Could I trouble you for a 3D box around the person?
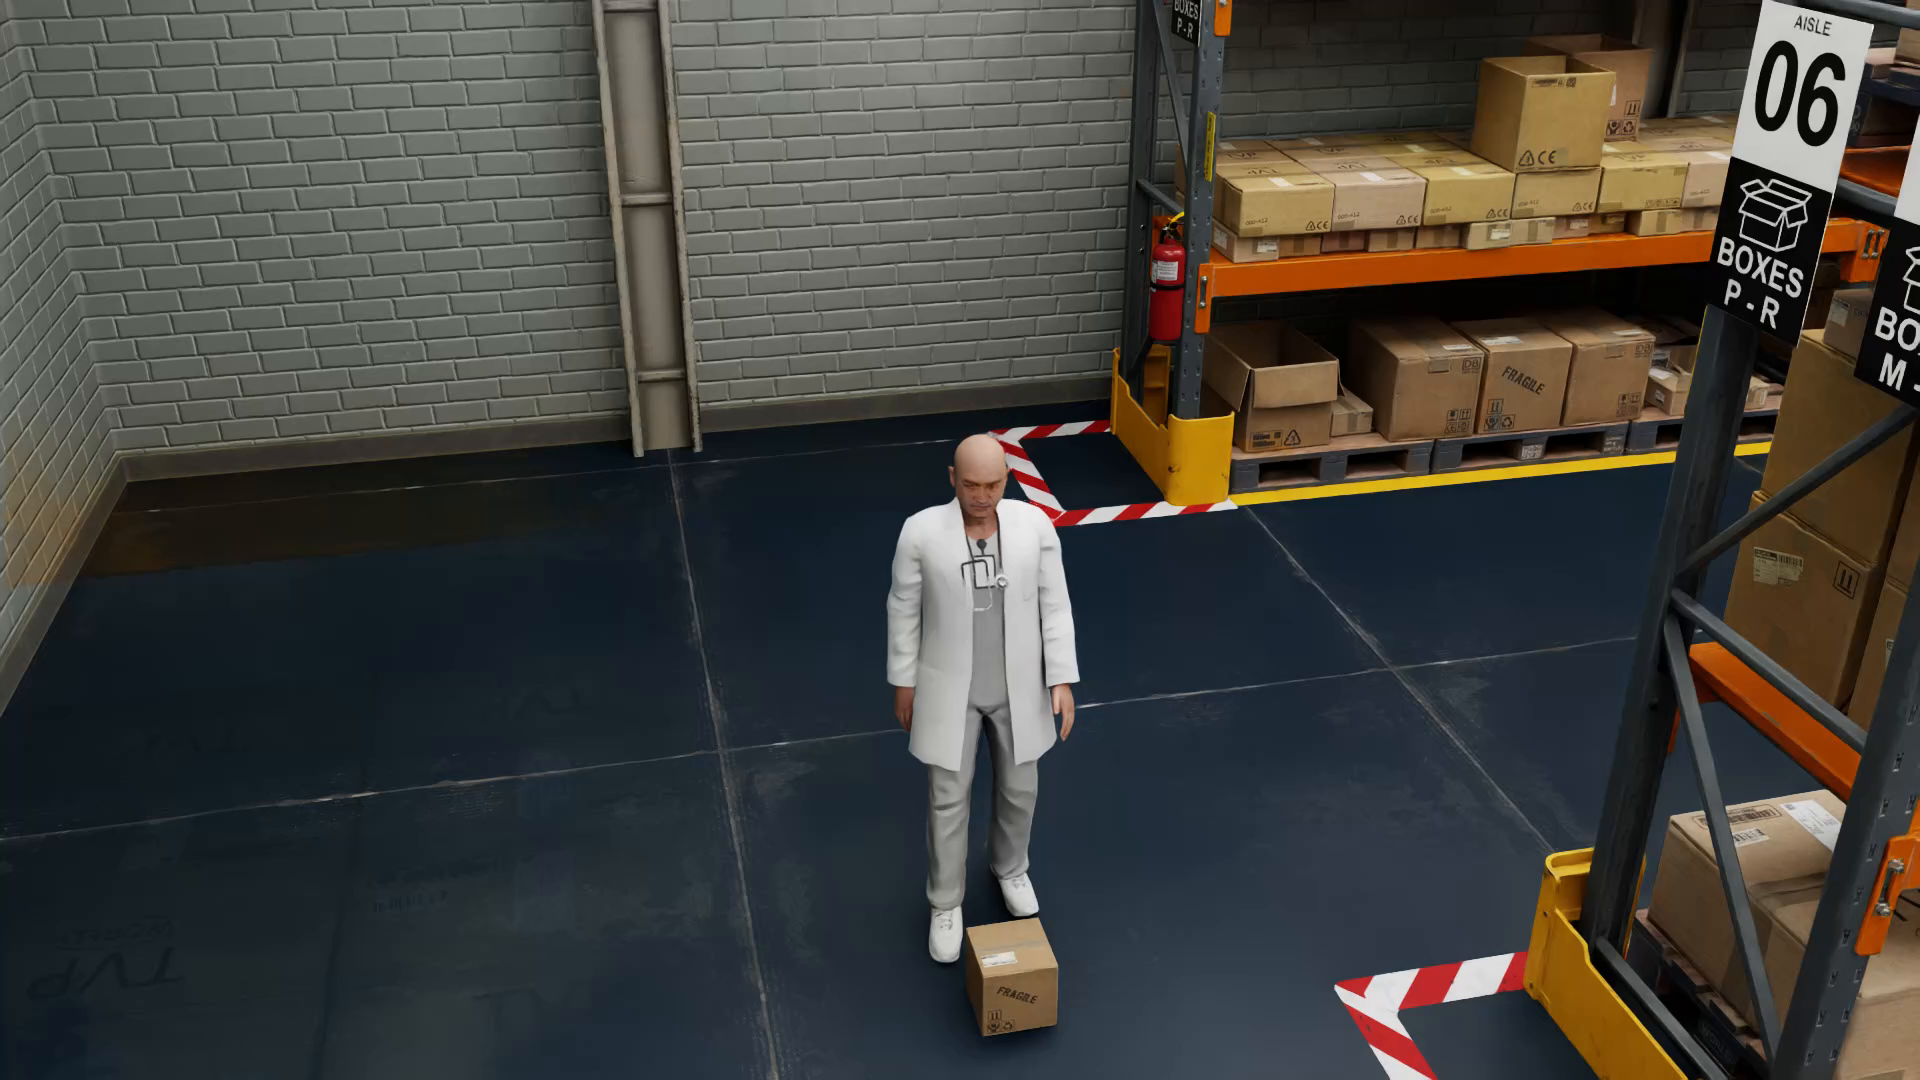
[{"bbox_3d":[0.083,0.529,5.539,0.629,1.791,0.540,-4,27,-8],"label":"person"}]
